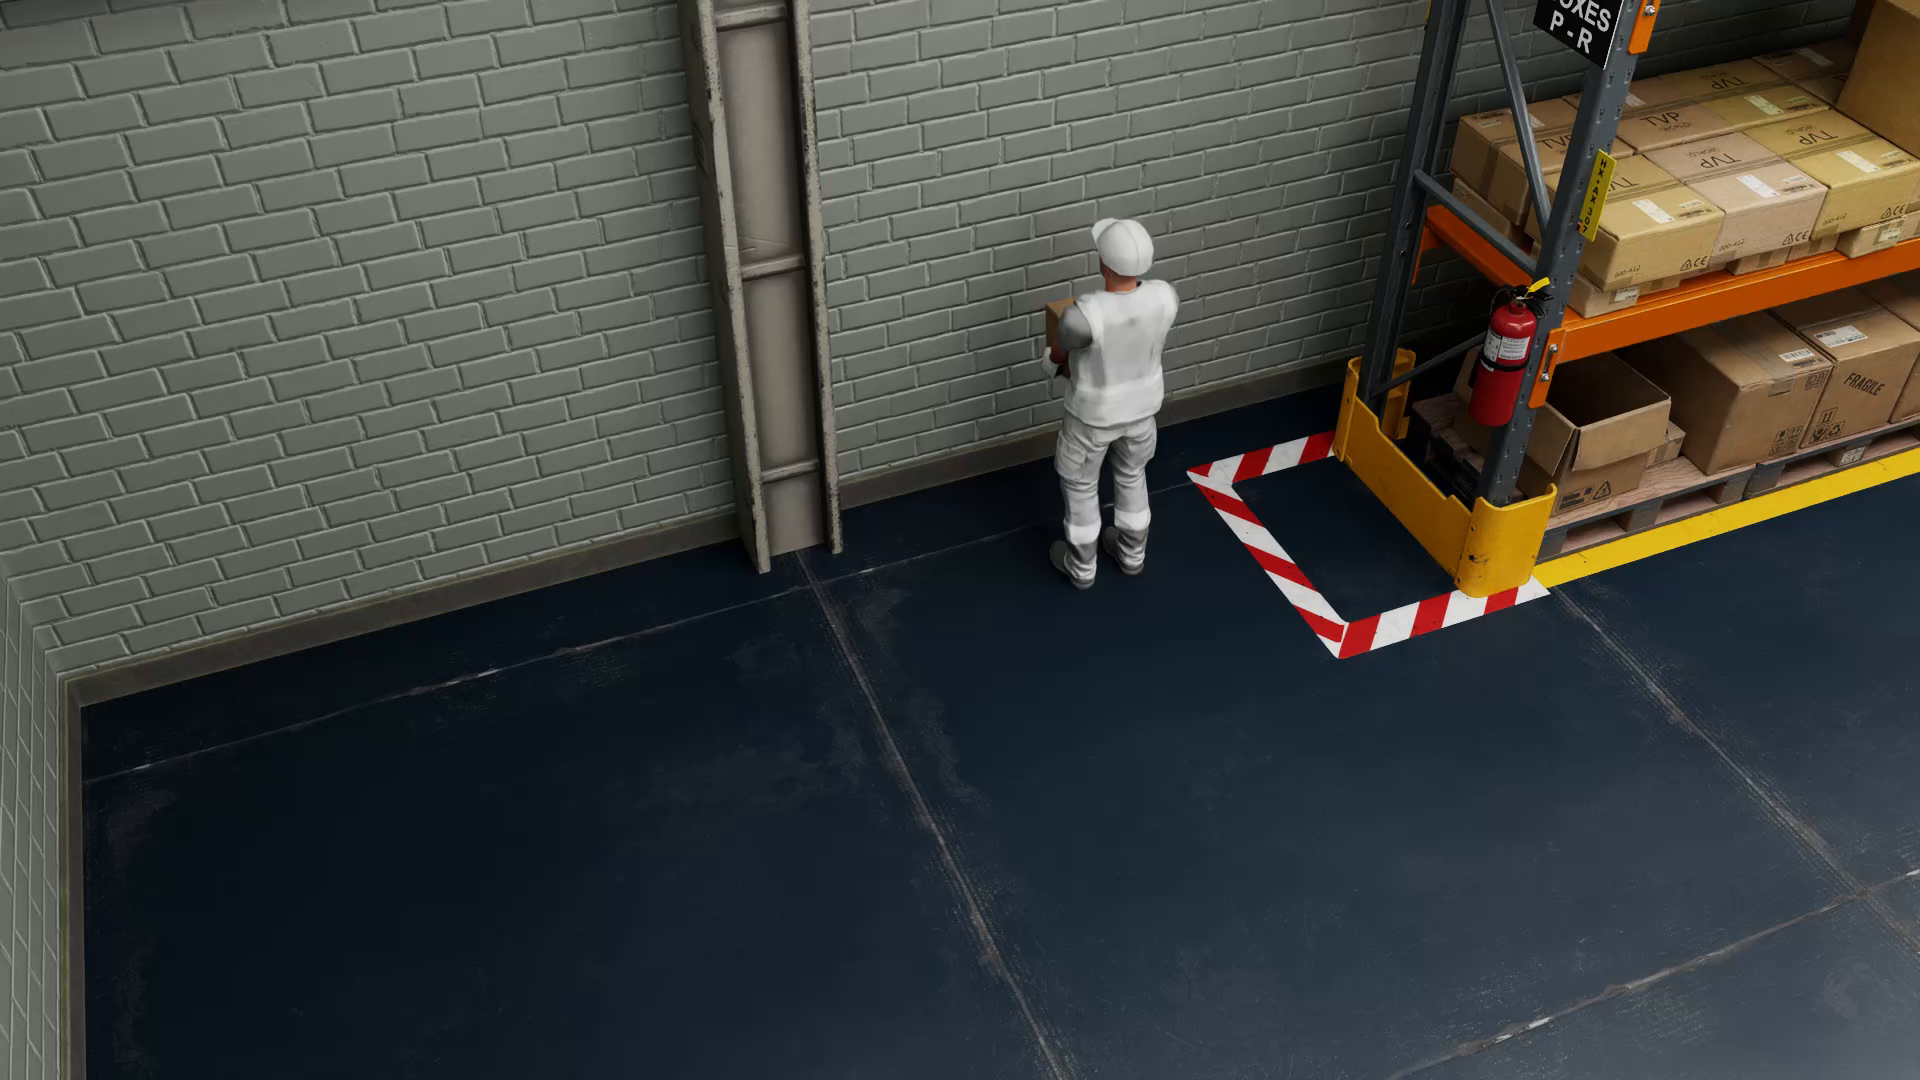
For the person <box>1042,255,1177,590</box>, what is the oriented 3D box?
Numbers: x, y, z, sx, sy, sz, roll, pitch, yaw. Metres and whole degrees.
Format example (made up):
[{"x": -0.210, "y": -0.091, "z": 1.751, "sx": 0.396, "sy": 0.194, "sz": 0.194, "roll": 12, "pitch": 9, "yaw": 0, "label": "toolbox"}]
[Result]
[{"x": 0.576, "y": -0.584, "z": 6.843, "sx": 0.456, "sy": 1.735, "sz": 0.558, "roll": -14, "pitch": 43, "yaw": -16, "label": "person"}]
